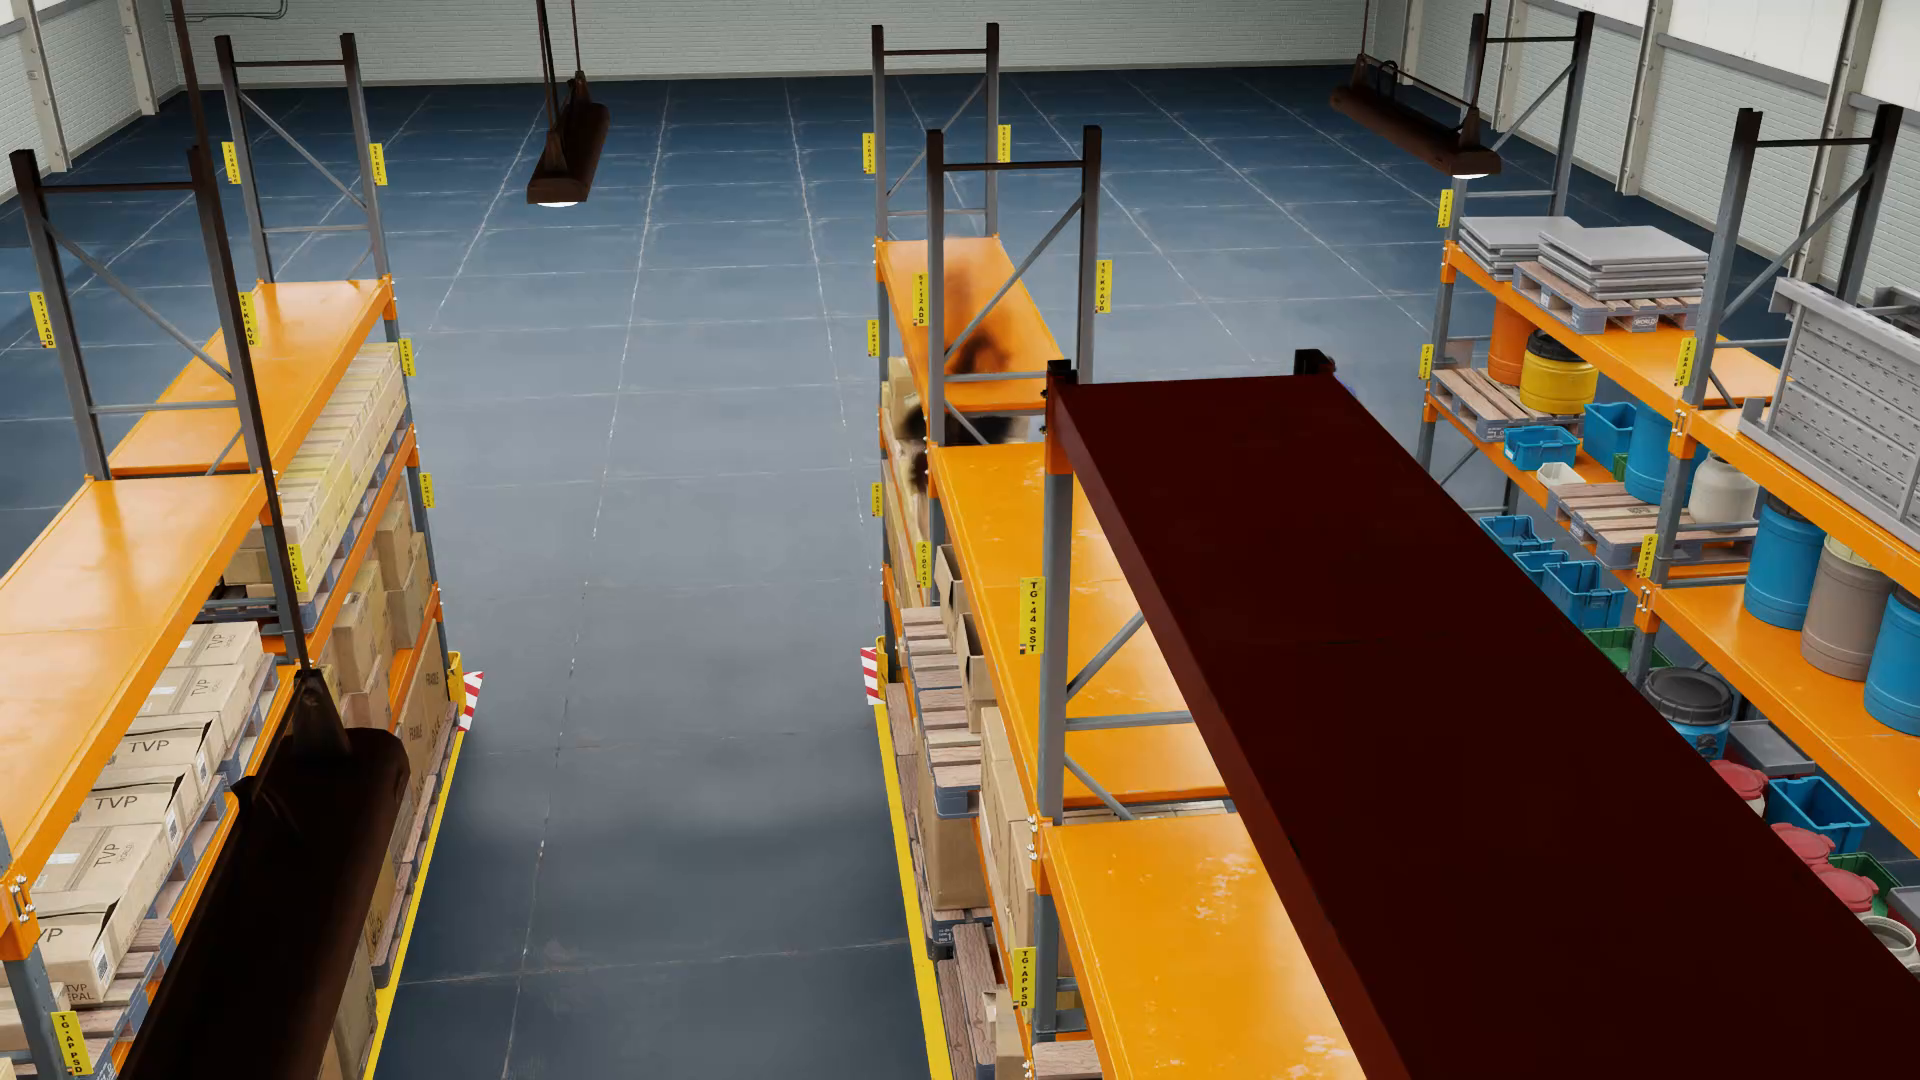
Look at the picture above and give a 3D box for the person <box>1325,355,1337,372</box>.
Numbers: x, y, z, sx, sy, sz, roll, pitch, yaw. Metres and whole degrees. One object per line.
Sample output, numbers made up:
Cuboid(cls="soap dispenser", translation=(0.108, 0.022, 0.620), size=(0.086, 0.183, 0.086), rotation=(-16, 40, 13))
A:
Cuboid(cls="person", translation=(4.354, -1.374, 19.502), size=(0.876, 1.655, 0.564), rotation=(4, 26, 7))
